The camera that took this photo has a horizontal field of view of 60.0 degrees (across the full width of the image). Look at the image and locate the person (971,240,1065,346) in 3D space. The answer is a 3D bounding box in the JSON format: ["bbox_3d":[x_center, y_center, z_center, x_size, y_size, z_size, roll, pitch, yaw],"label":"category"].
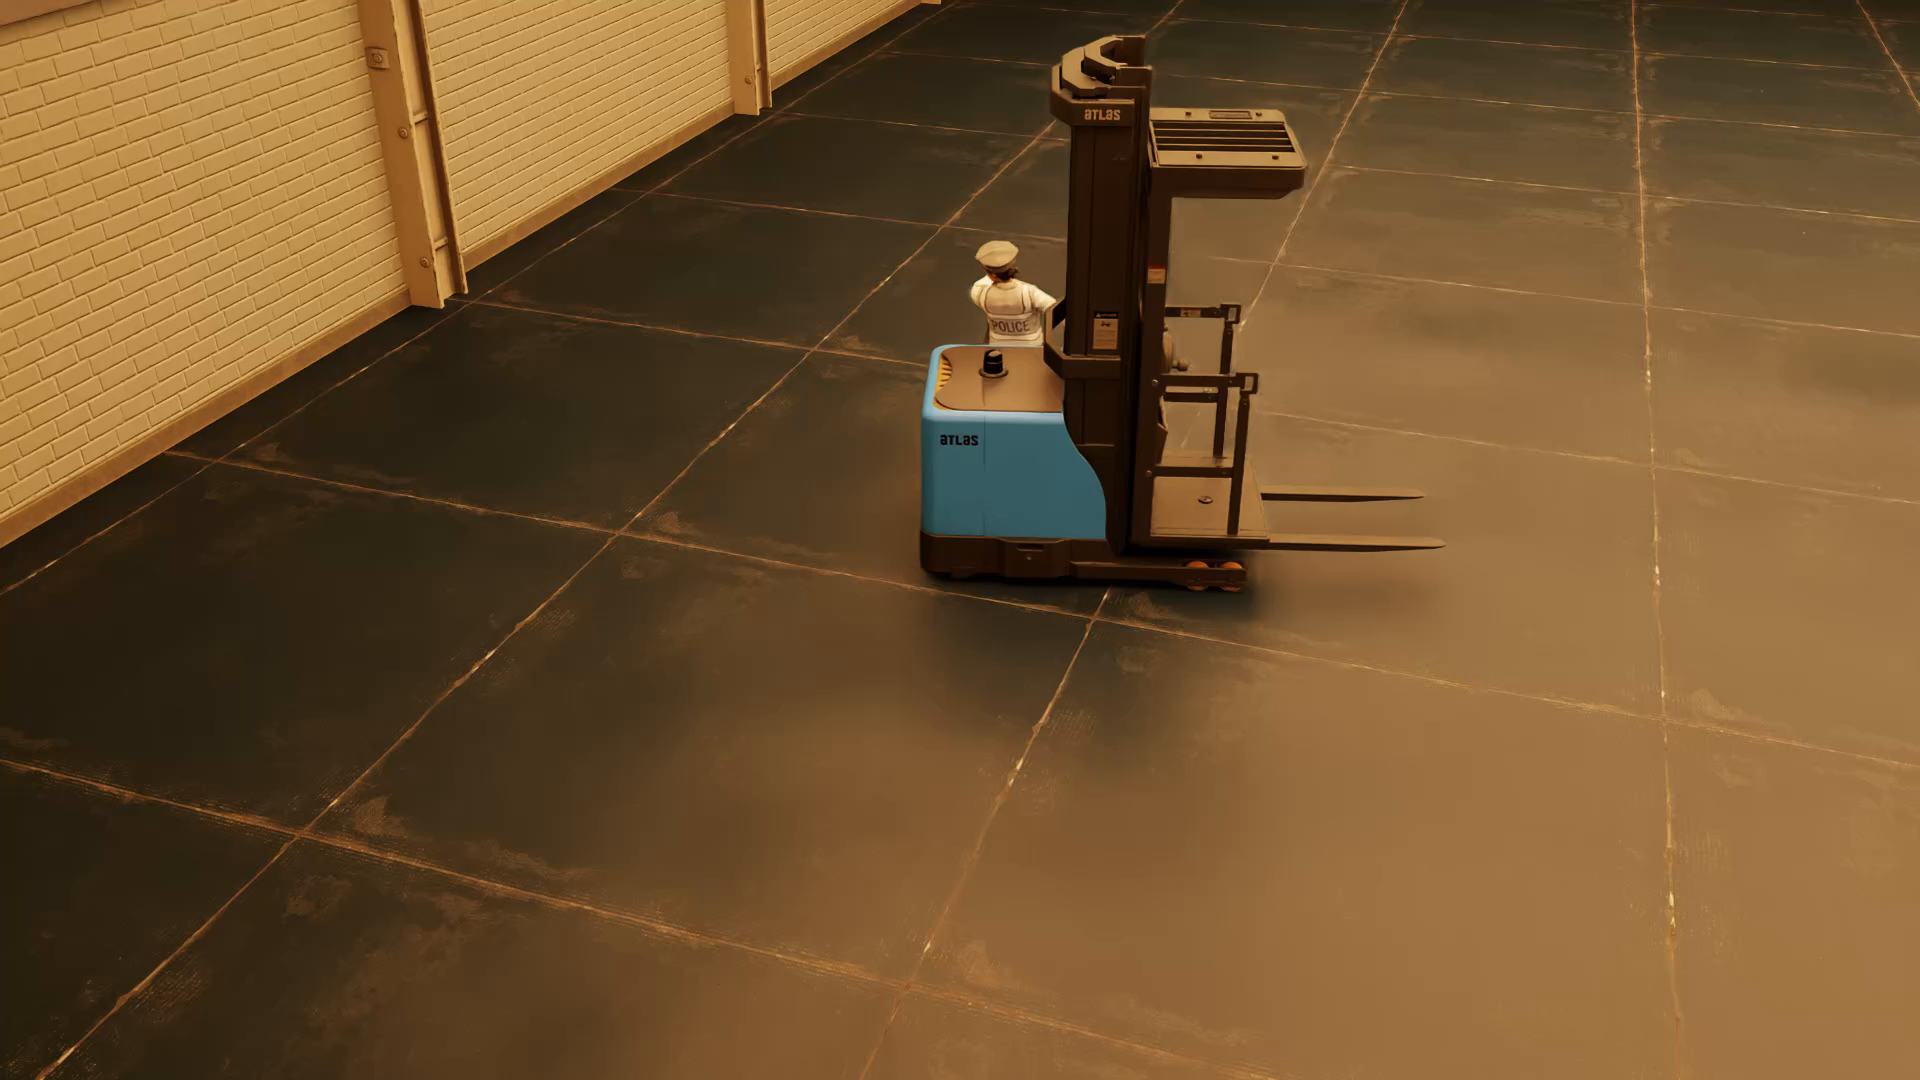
[{"bbox_3d":[0.437,-1.254,10.792,0.810,1.541,0.826,0,30,0],"label":"person"}]

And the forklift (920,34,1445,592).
[{"bbox_3d":[1.305,-1.249,9.327,3.031,2.935,1.130,1,30,3],"label":"forklift"}]
